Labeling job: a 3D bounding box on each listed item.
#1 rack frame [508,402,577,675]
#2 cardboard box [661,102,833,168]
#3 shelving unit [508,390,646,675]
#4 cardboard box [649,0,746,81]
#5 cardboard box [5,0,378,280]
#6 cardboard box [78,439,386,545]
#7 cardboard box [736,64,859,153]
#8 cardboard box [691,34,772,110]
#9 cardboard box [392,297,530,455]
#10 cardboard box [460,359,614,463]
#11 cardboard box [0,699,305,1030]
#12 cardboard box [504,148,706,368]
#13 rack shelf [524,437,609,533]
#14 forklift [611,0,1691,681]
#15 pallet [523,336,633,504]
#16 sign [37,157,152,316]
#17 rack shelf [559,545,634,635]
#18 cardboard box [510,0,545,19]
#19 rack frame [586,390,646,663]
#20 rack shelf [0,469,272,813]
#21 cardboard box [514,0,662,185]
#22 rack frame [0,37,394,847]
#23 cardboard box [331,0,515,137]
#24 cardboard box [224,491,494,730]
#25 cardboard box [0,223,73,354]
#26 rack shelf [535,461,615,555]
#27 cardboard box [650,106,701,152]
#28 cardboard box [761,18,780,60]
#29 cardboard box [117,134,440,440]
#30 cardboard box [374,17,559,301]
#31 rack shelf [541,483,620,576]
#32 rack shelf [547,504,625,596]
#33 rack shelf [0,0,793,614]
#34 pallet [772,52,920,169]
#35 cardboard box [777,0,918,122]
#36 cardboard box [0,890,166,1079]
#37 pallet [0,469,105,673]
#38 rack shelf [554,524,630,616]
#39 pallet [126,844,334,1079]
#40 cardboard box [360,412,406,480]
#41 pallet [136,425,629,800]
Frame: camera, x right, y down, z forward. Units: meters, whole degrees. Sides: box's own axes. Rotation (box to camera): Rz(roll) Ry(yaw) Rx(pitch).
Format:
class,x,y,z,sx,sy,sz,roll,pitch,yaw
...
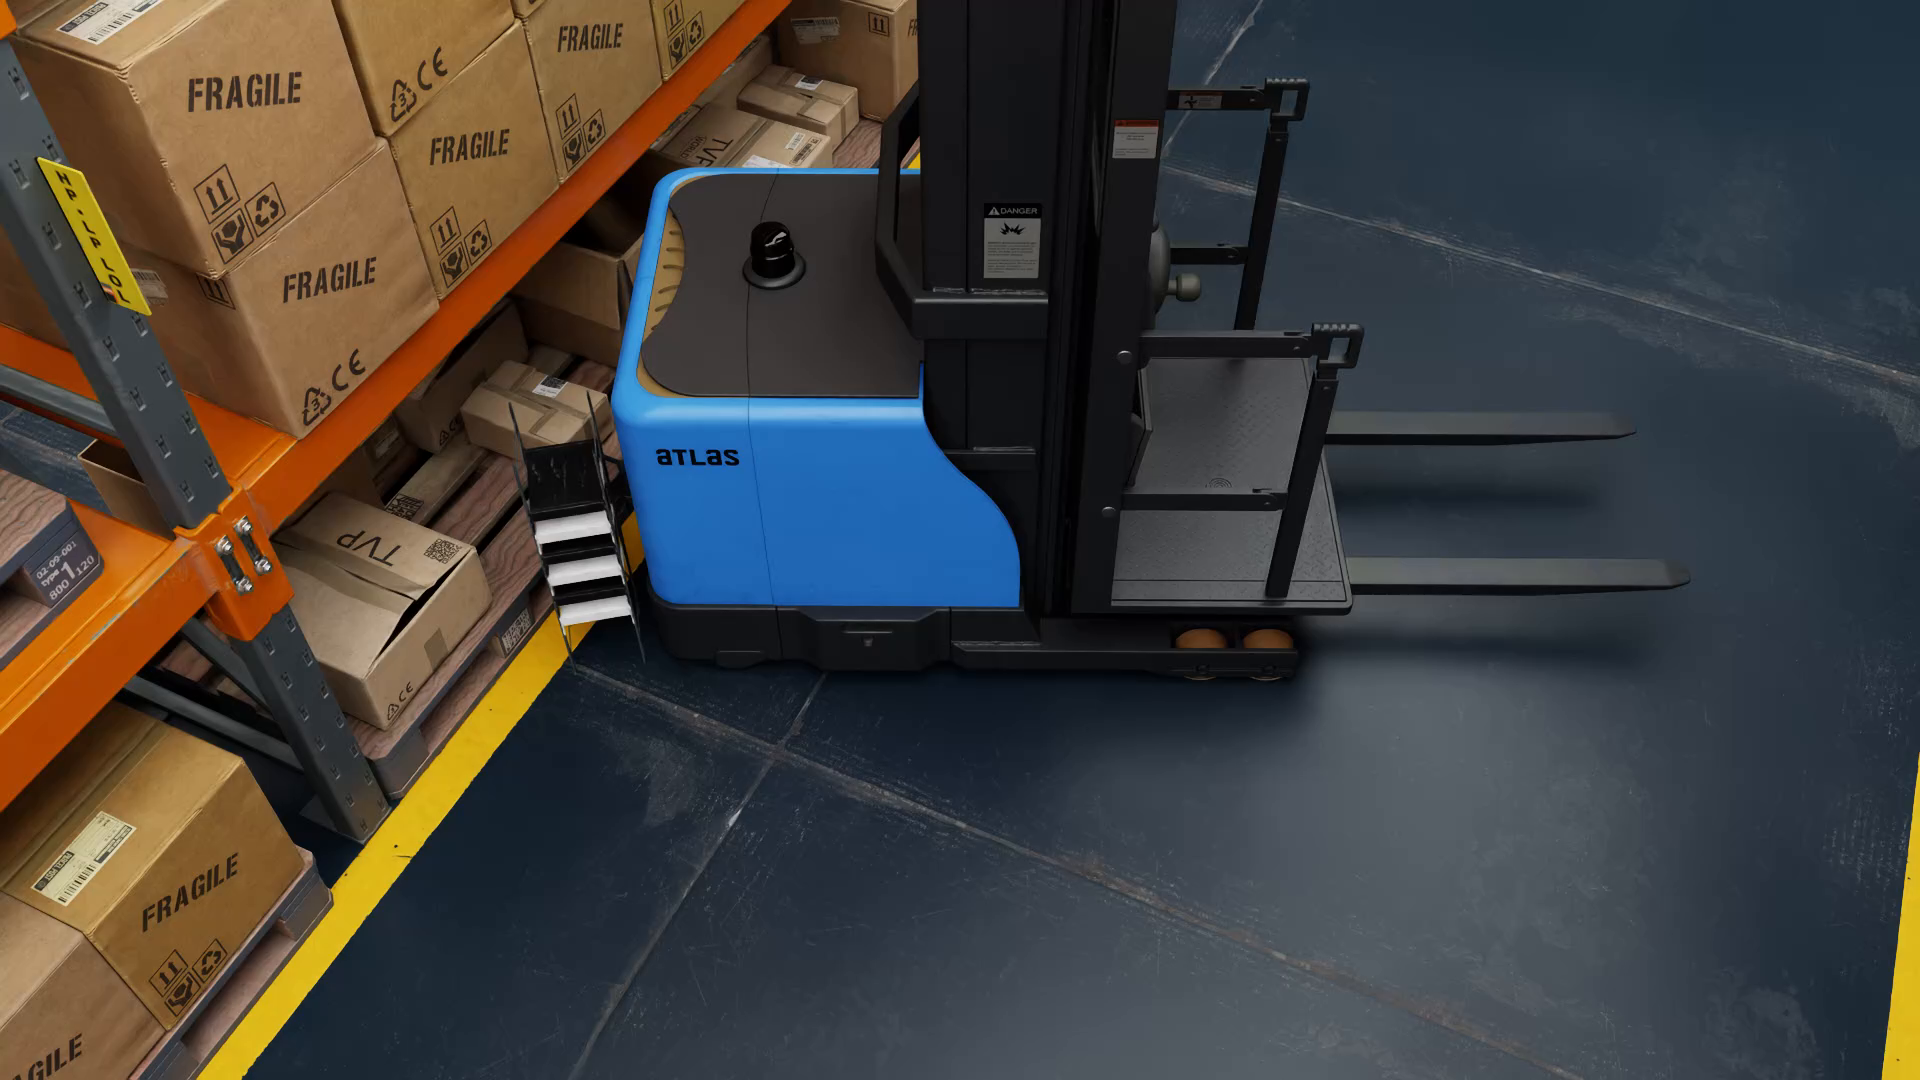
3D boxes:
class,x,y,z,sx,sy,sz,roll,pitch,yaw
rack frame,-1.160,0.018,4.644,0.006,0.900,0.240,-9,50,-8
cardboard box,-0.784,-1.248,5.859,0.500,0.250,0.500,20,52,16
shelving unit,-1.061,0.002,4.658,0.210,0.900,0.258,-9,50,-8
cardboard box,-0.938,-1.684,4.647,0.500,0.500,0.500,19,52,16
cardboard box,-1.594,-0.930,3.350,0.500,0.500,0.500,21,53,17
cardboard box,-2.063,-0.158,4.767,0.500,0.500,0.500,20,52,16
cardboard box,-0.605,-1.616,6.227,0.380,0.166,0.250,20,52,16
cardboard box,-1.044,-1.720,6.261,0.500,0.250,0.500,20,52,16
cardboard box,-1.743,-0.613,5.279,0.500,0.311,0.500,20,52,16
cardboard box,-1.315,-0.383,5.178,0.380,0.166,0.250,20,52,16
cardboard box,-2.002,0.760,3.987,0.500,0.500,0.500,20,52,16
cardboard box,-1.252,-0.970,5.456,0.797,0.503,0.637,20,52,16
rack shelf,-1.061,-0.152,4.478,0.200,0.077,0.258,-9,50,-8
forklift,0.623,-0.946,4.131,3.031,2.935,1.130,0,50,0
pallet,-1.236,-0.753,5.752,1.003,0.211,1.213,20,52,16
sign,-1.547,-0.538,2.978,0.100,0.325,0.005,20,52,16
rack shelf,-1.061,0.140,4.820,0.200,0.077,0.258,-9,50,-8
cardboard box,-1.154,-1.640,3.953,0.500,0.500,0.500,18,52,15
rack frame,-0.961,-0.015,4.672,0.006,0.900,0.240,-9,50,-8
rack shelf,-2.904,1.269,2.673,1.077,0.370,4.000,20,52,16
cardboard box,-1.154,-1.333,4.349,0.500,0.500,0.500,20,52,16
rack frame,-2.050,-0.341,3.571,1.000,3.000,0.127,20,52,16
cardboard box,-1.374,-1.286,3.652,0.500,0.500,0.500,18,52,15
cardboard box,-1.675,0.169,4.613,0.500,0.311,0.500,20,52,16
cardboard box,-2.068,-0.801,3.896,0.500,0.500,0.500,21,53,17
rack shelf,-1.061,-0.094,4.546,0.200,0.077,0.258,-9,50,-8
cardboard box,-1.257,-1.376,5.968,0.500,0.250,0.500,20,52,16
cardboard box,-0.938,-1.971,6.529,0.380,0.166,0.250,20,52,16
cardboard box,-1.586,-0.636,3.756,0.500,0.500,0.500,21,53,17
cardboard box,-1.370,-0.989,4.057,0.500,0.500,0.500,21,53,17
rack shelf,-1.061,-0.035,4.615,0.200,0.077,0.258,-9,50,-8
rack shelf,-1.061,0.023,4.683,0.200,0.077,0.258,-9,50,-8
rack shelf,-1.196,-1.485,5.016,1.077,0.370,4.000,20,52,16
pallet,-0.713,-1.590,6.465,1.003,0.211,1.213,20,52,16
cardboard box,-0.351,-1.973,6.312,0.500,0.500,0.500,20,52,16
cardboard box,-2.221,1.097,3.699,0.500,0.500,0.500,20,52,16
pallet,-2.490,0.236,3.206,1.003,0.211,1.213,20,52,16
rack shelf,-1.061,0.081,4.752,0.200,0.077,0.258,-9,50,-8
pallet,-2.363,1.135,4.146,1.003,0.211,1.213,20,52,16
cardboard box,-1.957,-0.322,5.138,0.380,0.149,0.250,20,52,16
pallet,-1.756,0.090,5.035,1.003,0.211,1.213,20,52,16
